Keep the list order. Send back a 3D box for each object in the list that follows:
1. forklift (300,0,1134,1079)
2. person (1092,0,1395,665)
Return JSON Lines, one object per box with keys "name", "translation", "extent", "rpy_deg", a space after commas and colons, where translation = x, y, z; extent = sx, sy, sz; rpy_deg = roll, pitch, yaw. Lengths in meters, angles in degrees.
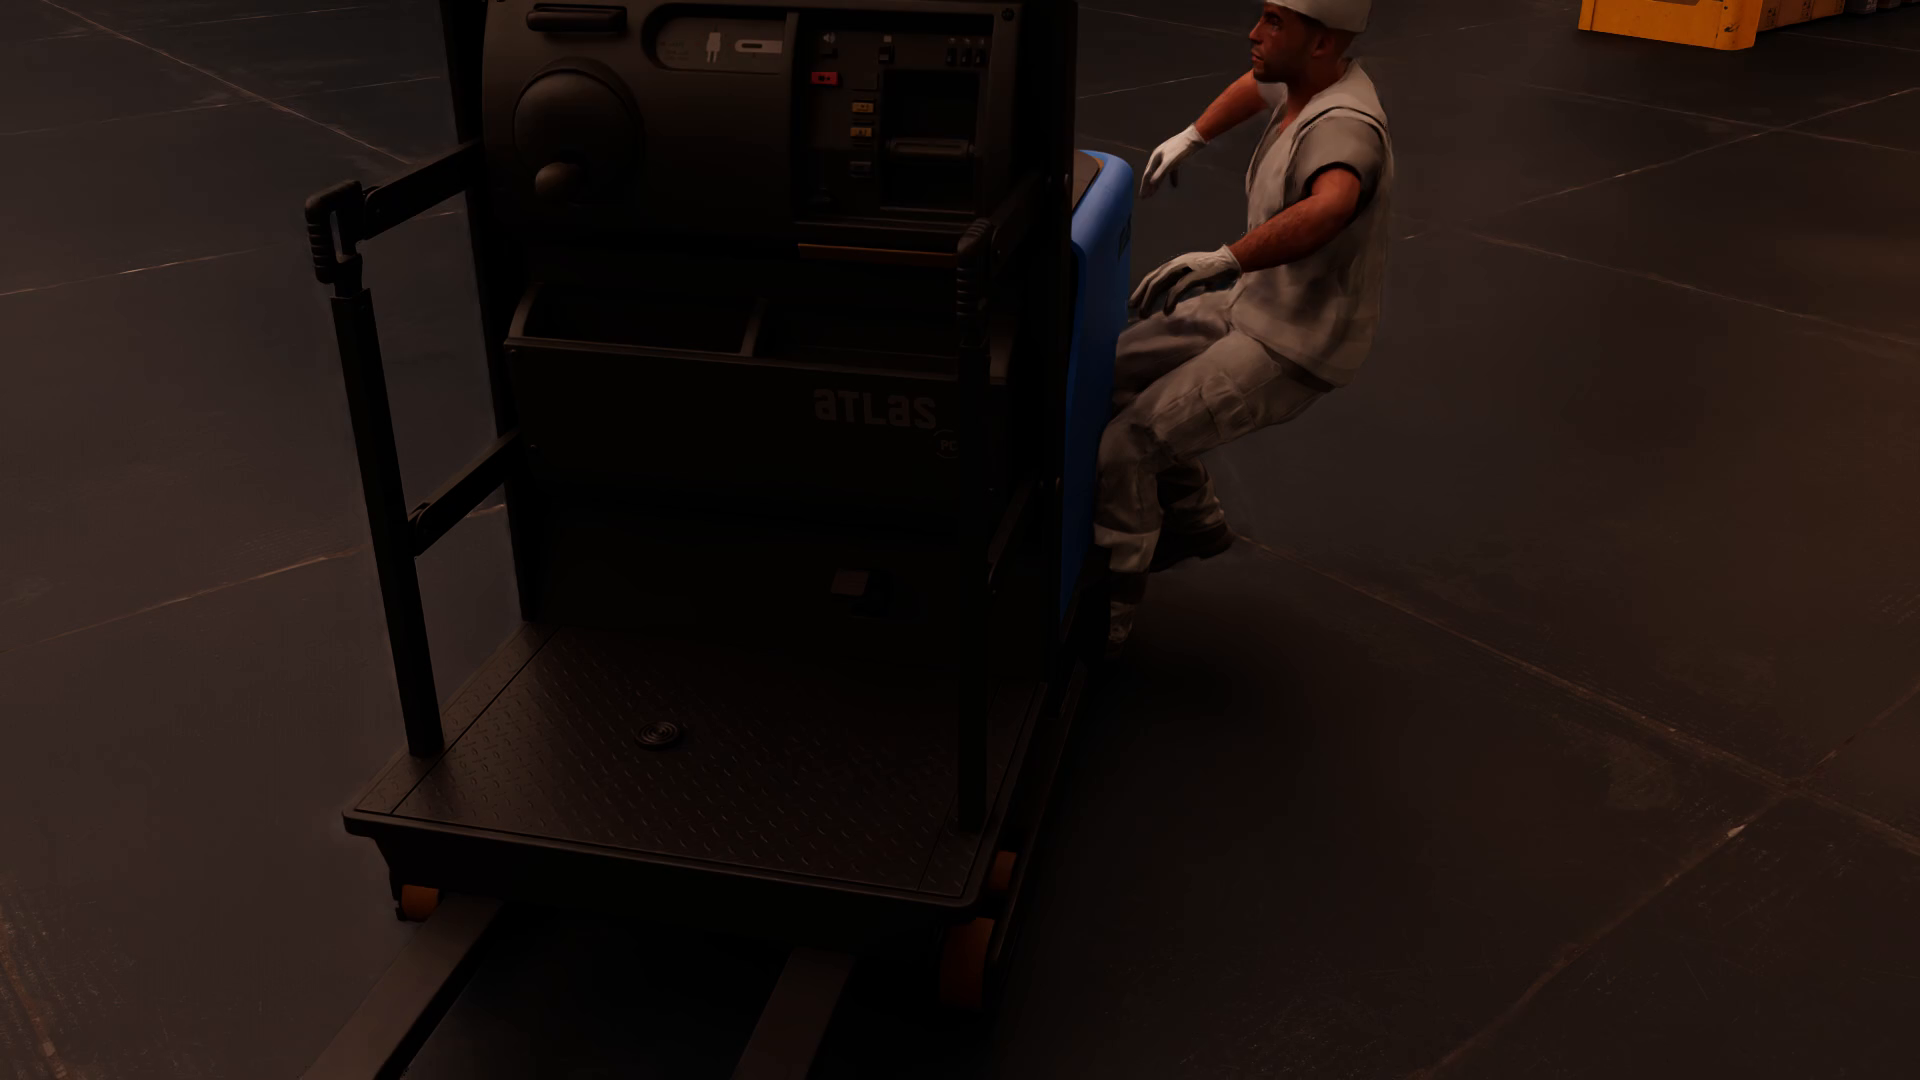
{"name": "forklift", "translation": [-0.404, -0.686, 2.586], "extent": [1.130, 2.935, 3.031], "rpy_deg": [6, 27, 12]}
{"name": "person", "translation": [0.509, -0.501, 3.740], "extent": [0.844, 1.590, 1.153], "rpy_deg": [0, 26, 0]}
